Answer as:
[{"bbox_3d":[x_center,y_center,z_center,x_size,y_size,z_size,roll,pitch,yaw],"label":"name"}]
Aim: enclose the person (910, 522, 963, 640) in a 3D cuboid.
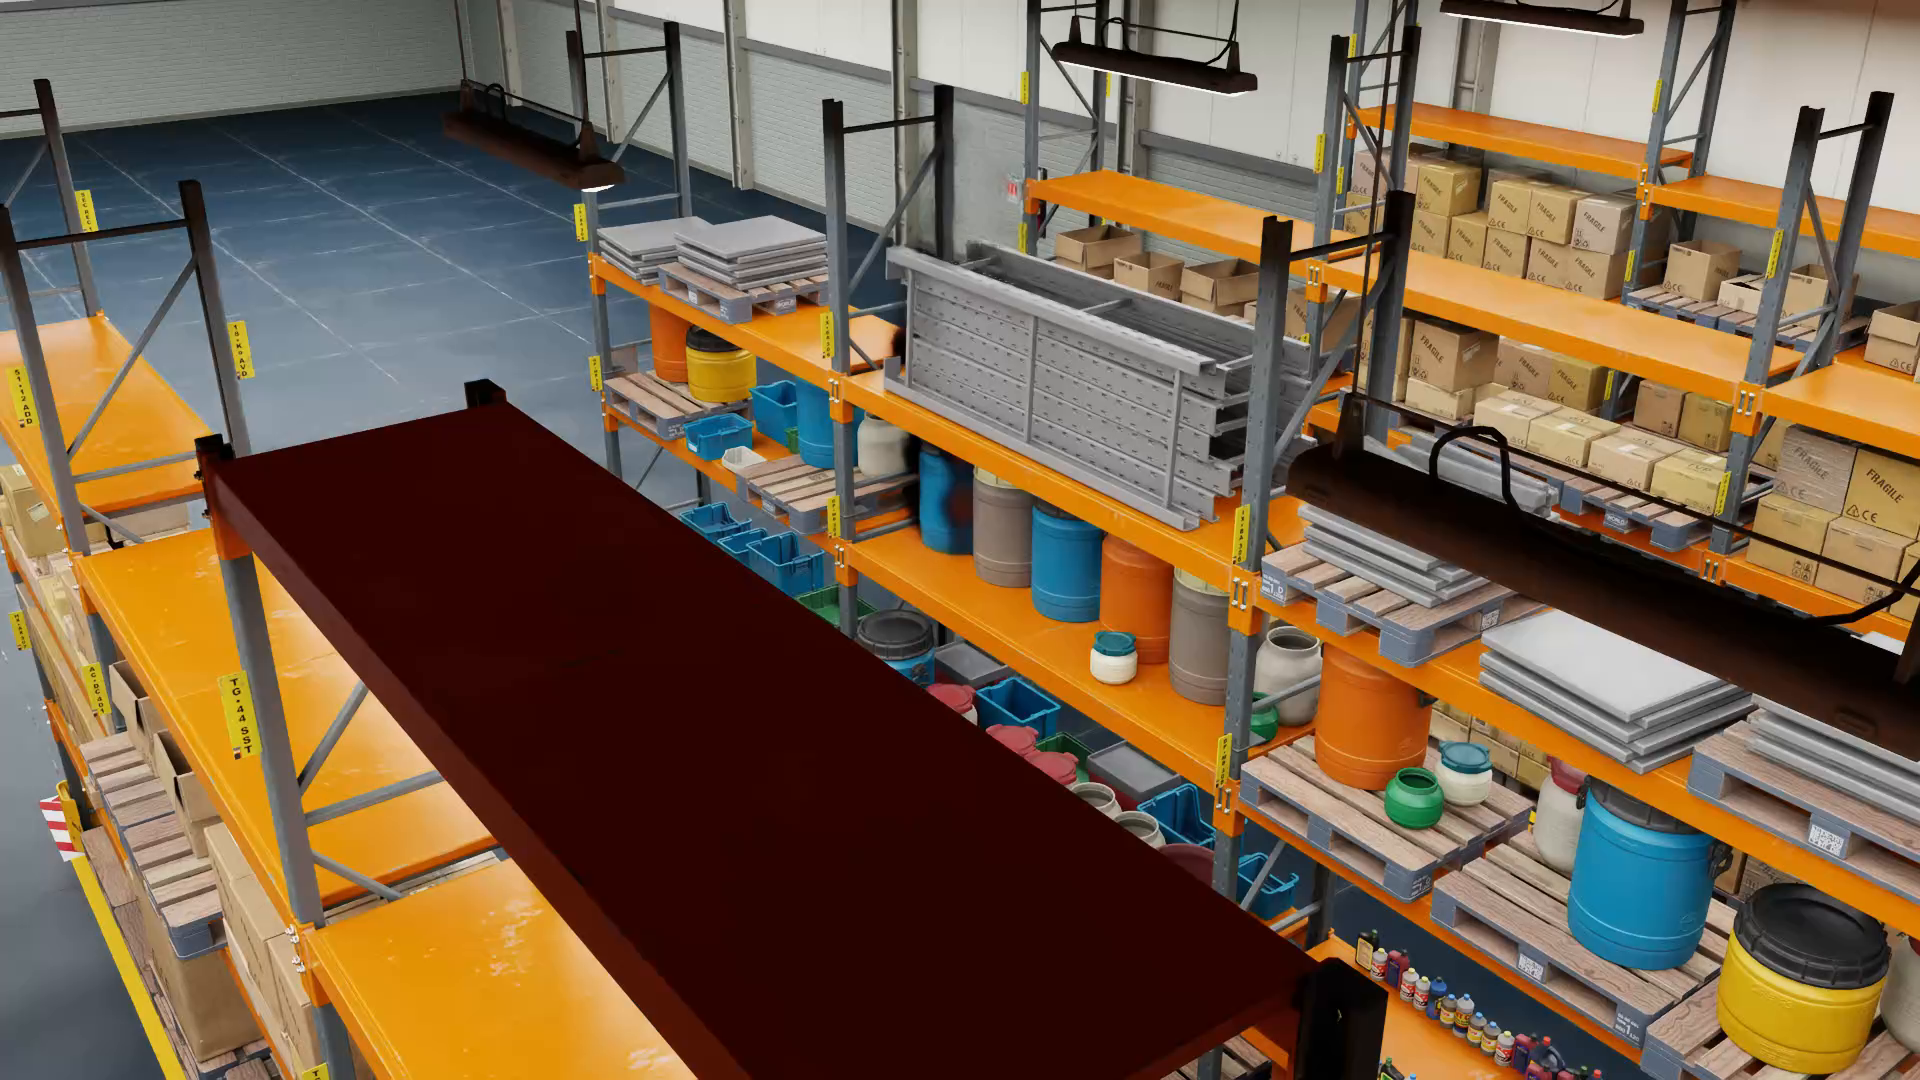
[{"bbox_3d":[-0.241,0.225,15.797,0.878,1.766,0.647,19,31,35],"label":"person"}]
